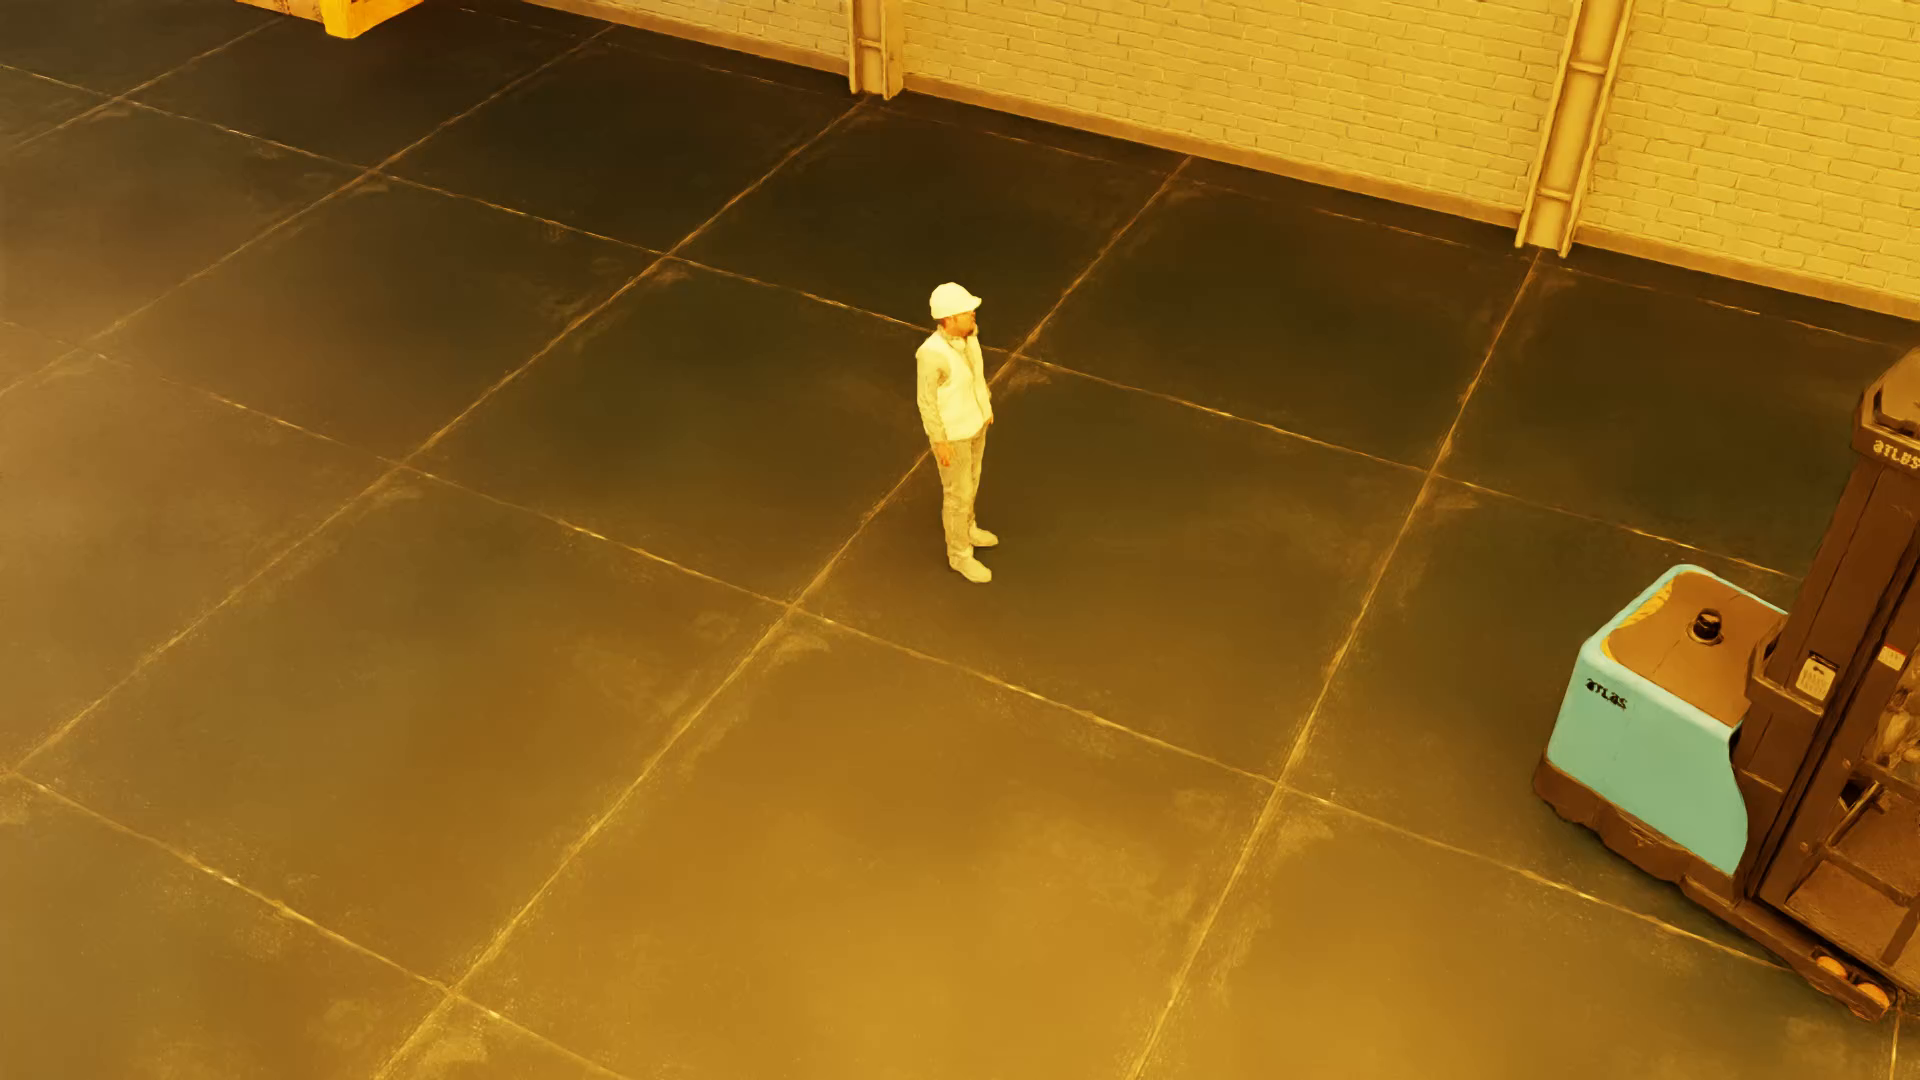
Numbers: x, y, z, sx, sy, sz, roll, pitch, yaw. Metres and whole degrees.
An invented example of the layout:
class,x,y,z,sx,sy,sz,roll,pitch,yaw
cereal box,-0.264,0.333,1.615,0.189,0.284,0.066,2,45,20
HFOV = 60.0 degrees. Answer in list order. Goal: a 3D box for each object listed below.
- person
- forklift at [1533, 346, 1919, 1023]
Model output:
class,x,y,z,sx,sy,sz,roll,pitch,yaw
person,0.052,-0.661,9.658,0.567,1.773,0.632,18,43,21
forklift,4.342,0.704,7.151,1.130,2.935,3.031,-31,49,-31
